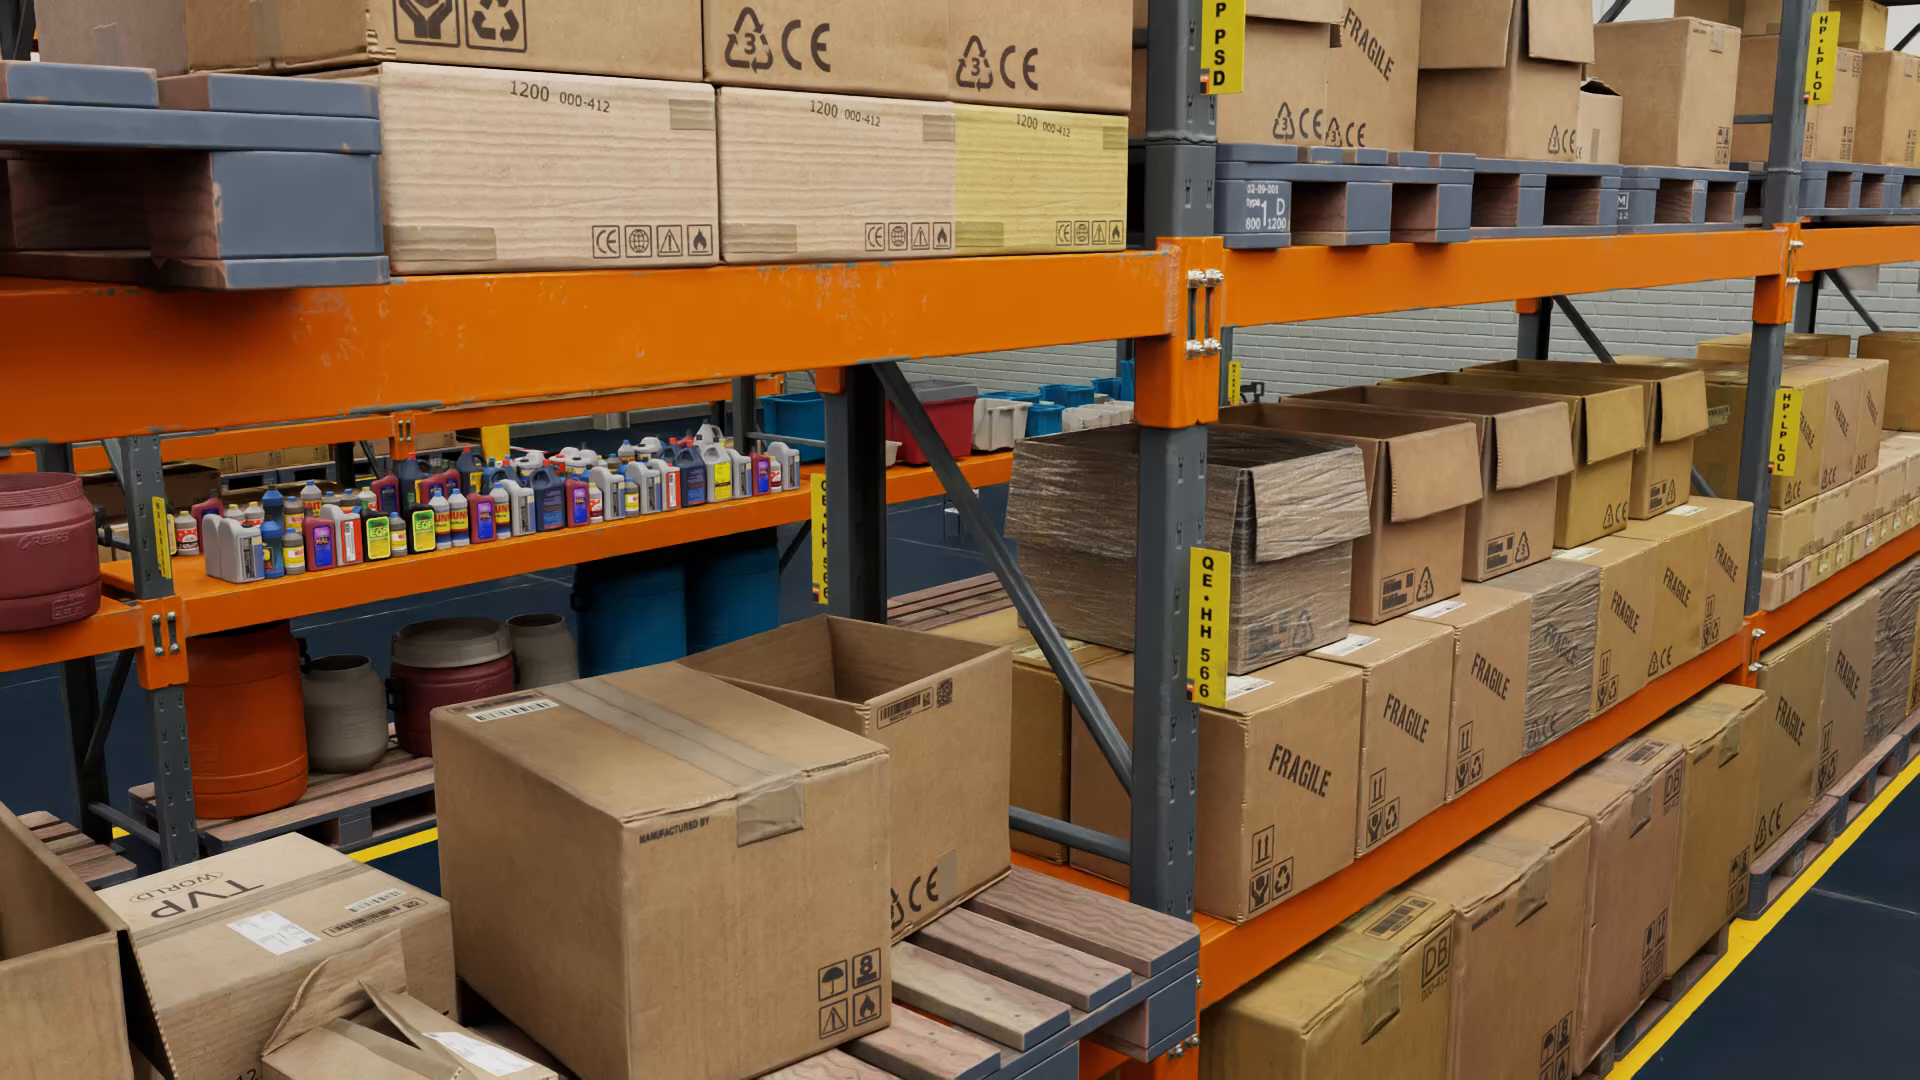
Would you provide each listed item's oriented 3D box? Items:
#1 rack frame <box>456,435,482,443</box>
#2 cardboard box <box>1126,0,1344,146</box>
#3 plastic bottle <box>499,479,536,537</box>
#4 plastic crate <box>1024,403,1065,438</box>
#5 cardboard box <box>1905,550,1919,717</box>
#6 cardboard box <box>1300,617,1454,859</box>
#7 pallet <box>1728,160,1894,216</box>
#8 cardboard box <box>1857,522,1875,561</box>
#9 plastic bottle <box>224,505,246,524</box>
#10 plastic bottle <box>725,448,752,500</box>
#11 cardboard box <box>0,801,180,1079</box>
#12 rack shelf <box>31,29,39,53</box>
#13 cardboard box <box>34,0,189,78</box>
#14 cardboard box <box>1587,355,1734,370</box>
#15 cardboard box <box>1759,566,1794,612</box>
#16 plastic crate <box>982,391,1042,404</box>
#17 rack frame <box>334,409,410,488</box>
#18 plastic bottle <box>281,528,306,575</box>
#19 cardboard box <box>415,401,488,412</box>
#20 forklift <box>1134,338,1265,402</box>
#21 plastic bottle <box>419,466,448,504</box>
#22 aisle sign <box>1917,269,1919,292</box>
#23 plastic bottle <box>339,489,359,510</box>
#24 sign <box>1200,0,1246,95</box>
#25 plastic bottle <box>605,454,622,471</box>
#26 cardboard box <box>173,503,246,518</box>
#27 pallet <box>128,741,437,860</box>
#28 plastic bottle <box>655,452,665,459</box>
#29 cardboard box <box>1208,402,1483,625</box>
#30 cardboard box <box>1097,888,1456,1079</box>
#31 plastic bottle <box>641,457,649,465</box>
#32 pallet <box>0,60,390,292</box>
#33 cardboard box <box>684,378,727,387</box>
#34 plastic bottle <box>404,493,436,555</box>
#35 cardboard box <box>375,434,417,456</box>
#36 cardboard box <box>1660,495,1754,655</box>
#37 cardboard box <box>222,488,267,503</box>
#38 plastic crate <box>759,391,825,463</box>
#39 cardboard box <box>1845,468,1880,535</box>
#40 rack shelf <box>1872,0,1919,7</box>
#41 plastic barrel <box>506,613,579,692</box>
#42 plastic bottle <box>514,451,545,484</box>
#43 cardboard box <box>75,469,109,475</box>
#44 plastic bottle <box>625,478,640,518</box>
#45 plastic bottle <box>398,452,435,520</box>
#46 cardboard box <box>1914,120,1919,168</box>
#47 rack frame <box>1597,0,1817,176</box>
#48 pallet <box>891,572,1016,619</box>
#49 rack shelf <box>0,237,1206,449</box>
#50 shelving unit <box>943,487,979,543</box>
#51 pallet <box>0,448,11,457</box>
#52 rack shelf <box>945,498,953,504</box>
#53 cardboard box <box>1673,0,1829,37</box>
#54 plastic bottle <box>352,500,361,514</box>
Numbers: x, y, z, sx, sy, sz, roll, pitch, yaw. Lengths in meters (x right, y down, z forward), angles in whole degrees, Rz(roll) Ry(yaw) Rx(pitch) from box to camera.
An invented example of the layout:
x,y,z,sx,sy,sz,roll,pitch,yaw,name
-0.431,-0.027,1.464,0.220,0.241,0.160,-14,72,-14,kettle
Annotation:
x,y,z,sx,sy,sz,roll,pitch,yaw,name
-5.791,-2.458,19.362,1.000,3.000,0.127,10,15,40,rack frame
0.439,-1.187,4.000,0.797,0.503,0.637,11,16,44,cardboard box
-2.186,-0.166,8.199,0.152,0.276,0.135,10,15,40,plastic bottle
0.488,-0.790,11.280,0.416,0.233,0.300,10,15,40,plastic crate
5.009,0.403,9.386,0.875,0.875,0.875,10,15,40,cardboard box
0.955,0.478,4.403,0.500,0.500,0.500,9,15,39,cardboard box
3.279,-1.495,7.107,1.003,0.211,1.213,10,15,40,pallet
4.032,-0.017,7.778,0.380,0.149,0.250,10,15,41,cardboard box
-3.441,-0.066,7.892,0.097,0.201,0.097,0,11,0,plastic bottle
-1.248,-0.375,9.246,0.152,0.276,0.135,10,15,40,plastic bottle
-1.475,0.705,2.188,0.637,0.503,0.797,-10,15,-42,cardboard box
-6.028,-3.329,11.260,1.077,0.370,4.000,10,15,40,rack shelf
-1.077,-0.940,2.571,0.500,0.500,0.500,9,15,39,cardboard box
3.168,-0.564,7.586,0.500,0.500,0.500,10,15,41,cardboard box
3.176,0.174,6.823,0.380,0.149,0.250,10,15,40,cardboard box
0.372,-0.937,12.020,0.416,0.233,0.300,10,15,40,plastic crate
-4.708,-1.230,13.211,1.000,3.000,0.127,10,15,40,rack frame
-2.940,0.047,7.324,0.097,0.201,0.097,0,11,0,plastic bottle
-4.166,-1.319,13.400,0.500,0.500,0.500,10,15,42,cardboard box
2.326,-1.604,15.258,3.031,2.935,1.130,-2,11,-8,forklift
-2.698,-0.235,8.526,0.061,0.283,0.133,10,15,40,plastic bottle
5.645,-1.784,9.347,0.394,0.787,0.004,10,15,40,aisle sign
-3.055,-0.152,8.323,0.097,0.201,0.097,0,11,0,plastic bottle
0.497,-1.014,3.152,0.100,0.325,0.005,10,15,40,sign
-1.984,-0.391,9.518,0.097,0.201,0.097,0,11,0,plastic bottle
-5.482,0.035,12.136,0.500,0.500,0.500,10,15,41,cardboard box
-3.141,1.246,7.936,1.003,0.211,1.213,10,15,40,pallet
-1.716,-0.406,9.591,0.097,0.201,0.097,0,11,0,plastic bottle
1.018,-0.102,4.748,0.797,0.503,0.637,10,15,42,cardboard box
0.562,1.377,4.511,1.225,0.875,0.875,9,14,38,cardboard box
-1.687,-0.312,8.942,0.097,0.271,0.097,0,11,0,plastic bottle
-1.380,-0.381,1.779,1.213,0.211,1.003,10,15,40,pallet
-2.498,-1.690,15.257,0.500,0.500,0.500,10,15,41,cardboard box
-2.521,-0.081,7.756,0.061,0.283,0.133,10,15,40,plastic bottle
-6.508,-1.249,18.616,0.700,0.500,0.500,10,15,40,cardboard box
2.628,0.106,6.265,0.500,0.500,0.500,10,15,41,cardboard box
-5.554,-0.100,12.814,0.500,0.500,0.500,10,15,41,cardboard box
-0.937,-0.723,10.562,0.392,0.384,0.575,10,15,40,plastic crate
3.908,-0.206,7.706,0.500,0.250,0.500,10,15,42,cardboard box
4.052,-2.636,7.791,1.077,0.370,4.000,10,15,40,rack shelf
-2.268,0.679,8.935,0.421,0.512,0.421,0,11,0,plastic barrel
-2.345,-0.339,9.067,0.152,0.276,0.135,10,15,40,plastic bottle
-8.762,-0.909,16.022,0.750,0.750,0.750,10,15,41,cardboard box
-1.725,-0.224,8.679,0.097,0.201,0.097,0,11,0,plastic bottle
-2.792,-0.277,8.567,0.144,0.351,0.185,10,15,40,plastic bottle
4.607,-2.161,8.634,0.700,0.500,0.500,9,14,38,cardboard box
2.731,-2.891,6.208,1.000,3.000,0.127,10,15,40,rack frame
0.272,0.485,11.745,1.003,0.211,1.213,10,15,40,pallet
-1.229,-0.184,2.153,1.077,0.370,4.000,10,15,40,rack shelf
0.005,-0.442,14.629,0.258,0.900,0.210,10,15,40,shelving unit
-6.953,-0.656,10.828,1.213,0.211,1.003,10,15,40,pallet
0.005,-0.322,14.653,0.258,0.077,0.200,10,15,40,rack shelf
3.357,-2.229,7.056,0.500,0.250,0.500,9,14,37,cardboard box
-2.744,-0.049,7.626,0.097,0.271,0.097,0,11,0,plastic bottle
